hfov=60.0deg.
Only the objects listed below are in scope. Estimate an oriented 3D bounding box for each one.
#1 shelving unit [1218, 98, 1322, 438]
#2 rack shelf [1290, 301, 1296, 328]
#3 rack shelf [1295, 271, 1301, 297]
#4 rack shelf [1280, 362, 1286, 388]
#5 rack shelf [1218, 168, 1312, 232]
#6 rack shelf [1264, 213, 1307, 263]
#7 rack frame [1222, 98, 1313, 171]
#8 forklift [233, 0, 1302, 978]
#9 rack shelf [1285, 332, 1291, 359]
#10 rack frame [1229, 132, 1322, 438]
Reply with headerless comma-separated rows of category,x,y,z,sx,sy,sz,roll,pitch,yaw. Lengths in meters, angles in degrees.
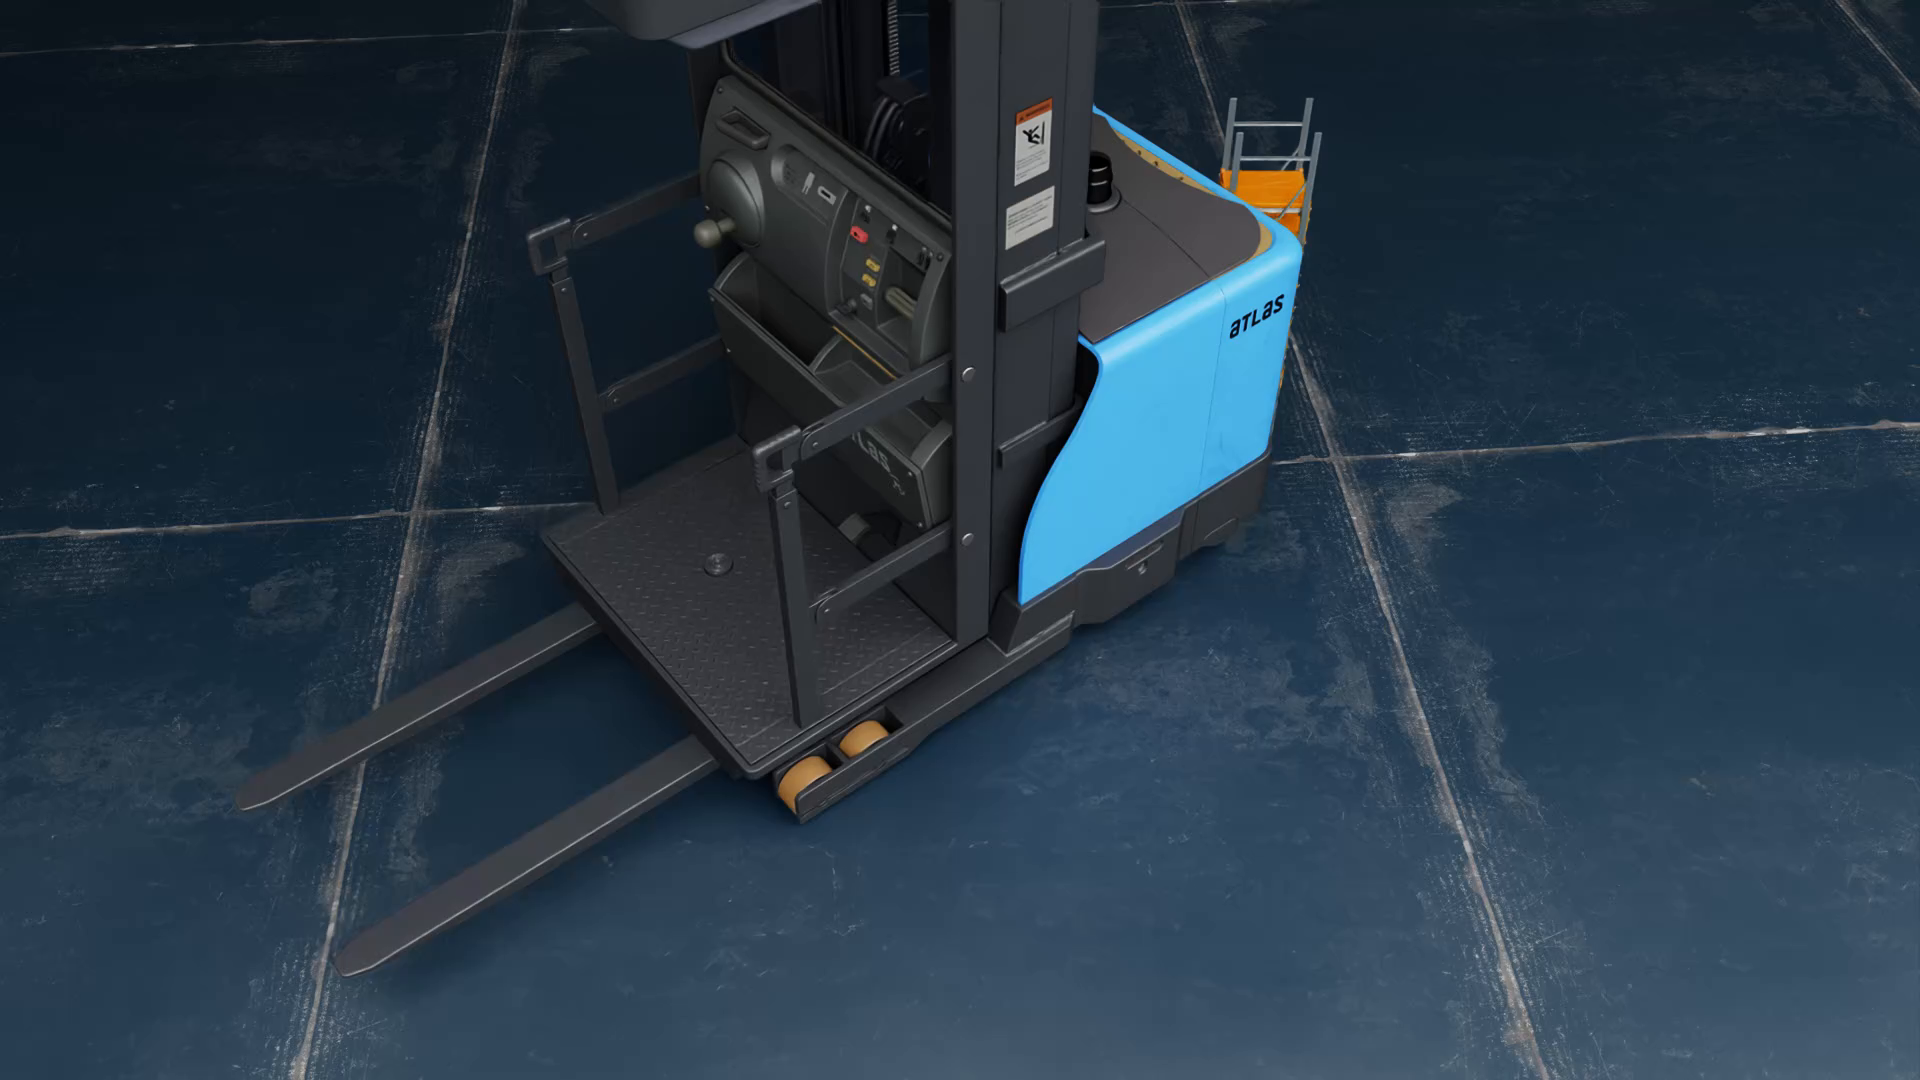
shelving unit,0.905,-0.789,5.167,0.258,1.200,0.189,0,45,1
rack shelf,0.905,-0.758,5.198,0.258,0.103,0.180,0,45,1
rack shelf,0.904,-0.842,5.113,0.258,0.103,0.180,0,45,1
rack shelf,0.908,-0.590,5.369,0.258,0.103,0.180,0,45,1
rack shelf,0.902,-1.011,4.942,0.258,0.103,0.180,0,45,1
rack shelf,0.903,-0.927,5.027,0.258,0.103,0.180,0,45,1
rack frame,0.906,-0.854,5.231,0.240,1.200,0.006,0,45,1
forklift,-0.503,-0.692,3.887,3.031,2.935,1.130,-30,54,-26
rack shelf,0.907,-0.674,5.284,0.258,0.103,0.180,0,45,1
rack frame,0.904,-0.724,5.102,0.240,1.200,0.006,0,45,1
